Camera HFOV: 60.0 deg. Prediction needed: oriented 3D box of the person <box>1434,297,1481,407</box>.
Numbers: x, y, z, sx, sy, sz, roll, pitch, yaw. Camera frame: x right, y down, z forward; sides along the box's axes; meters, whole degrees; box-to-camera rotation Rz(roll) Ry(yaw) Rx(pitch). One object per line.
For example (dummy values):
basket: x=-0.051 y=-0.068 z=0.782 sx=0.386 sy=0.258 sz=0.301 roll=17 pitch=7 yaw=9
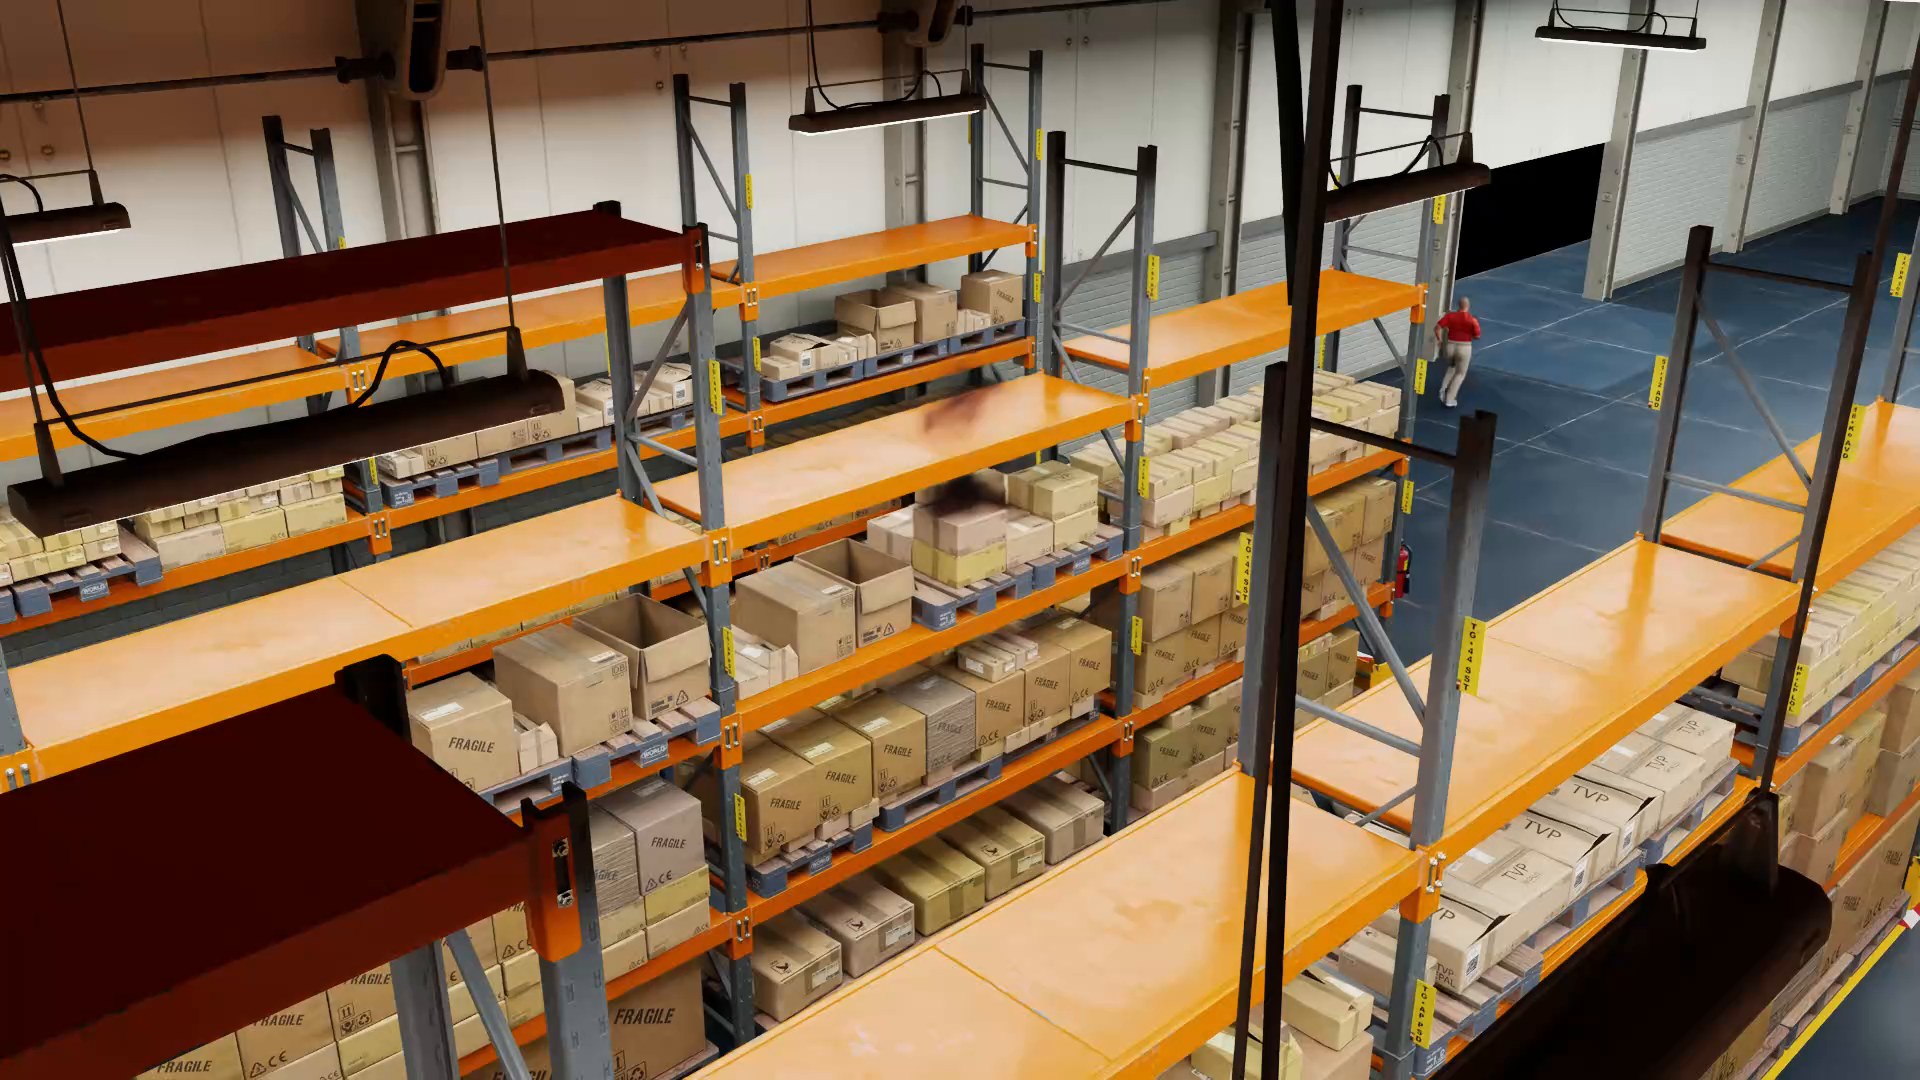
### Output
person: x=7.699 y=-2.915 z=25.680 sx=0.641 sy=1.729 sz=0.674 roll=17 pitch=28 yaw=36
